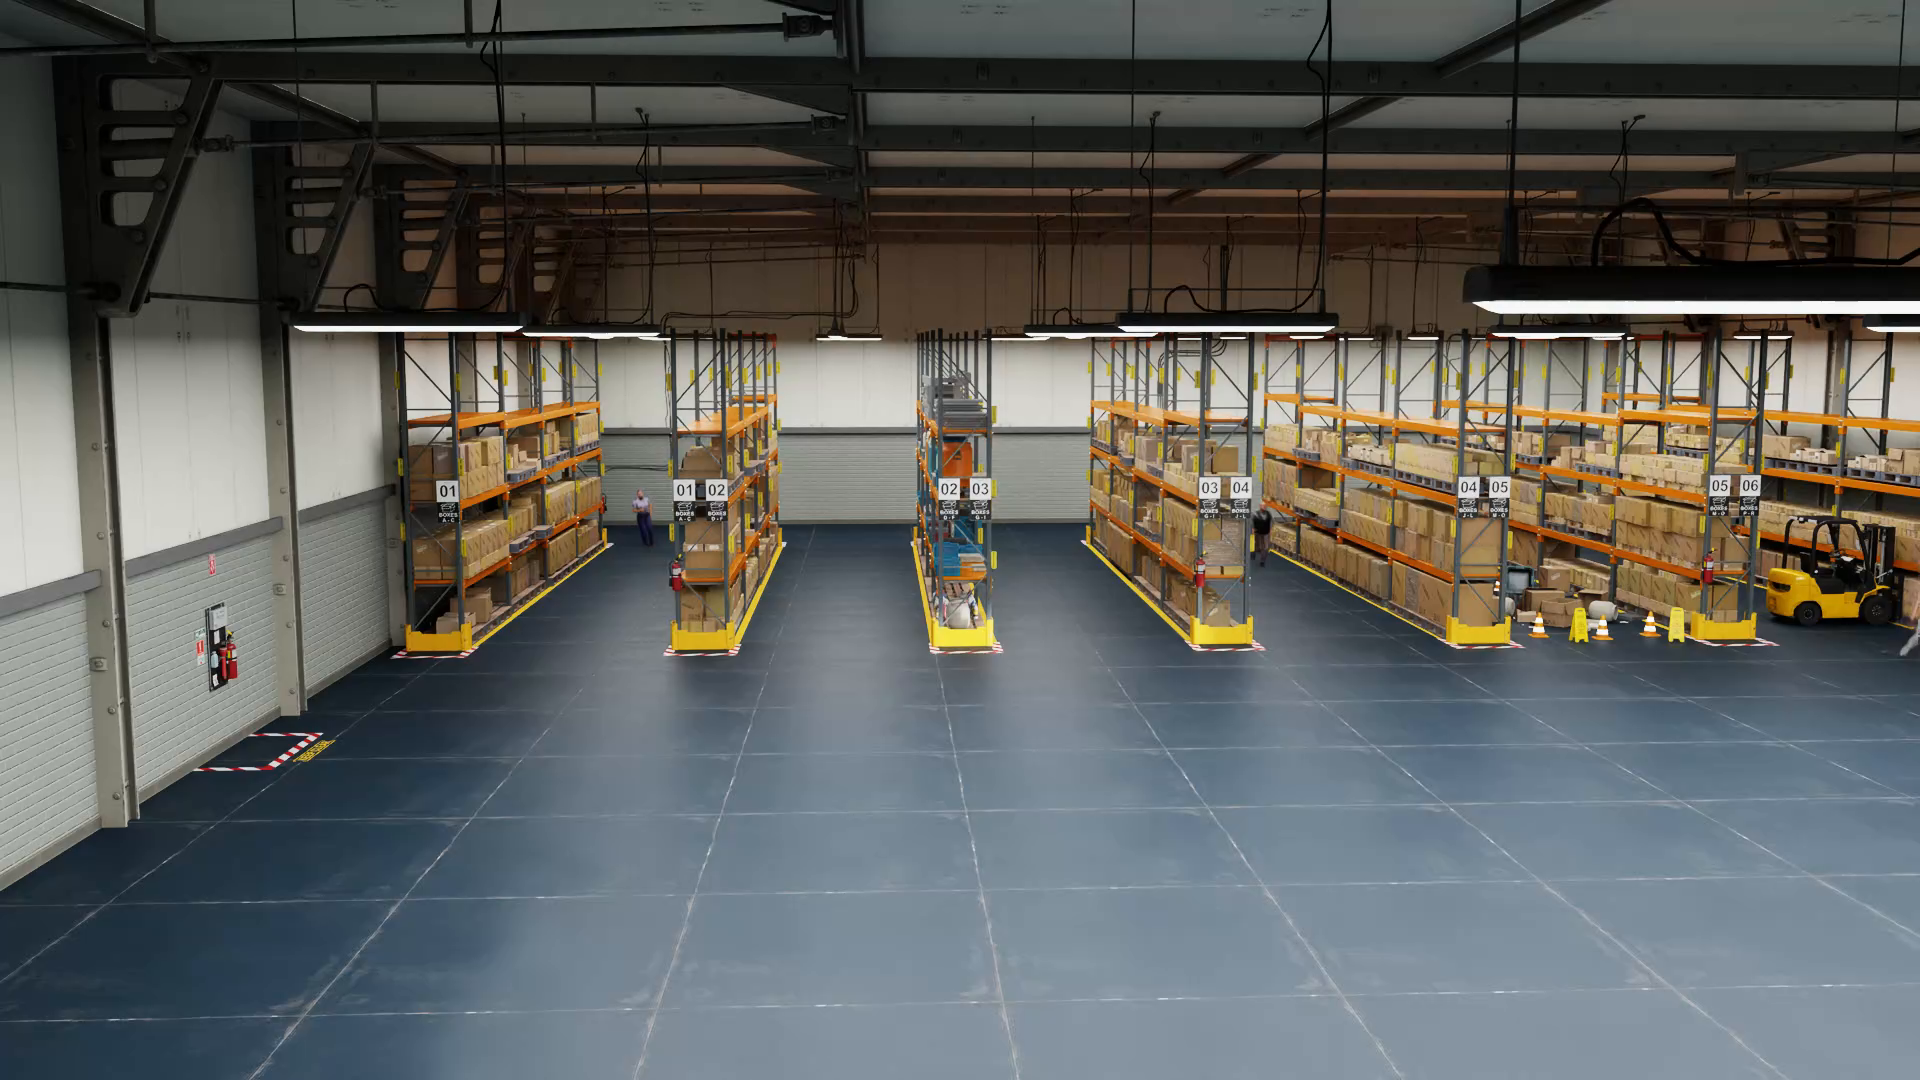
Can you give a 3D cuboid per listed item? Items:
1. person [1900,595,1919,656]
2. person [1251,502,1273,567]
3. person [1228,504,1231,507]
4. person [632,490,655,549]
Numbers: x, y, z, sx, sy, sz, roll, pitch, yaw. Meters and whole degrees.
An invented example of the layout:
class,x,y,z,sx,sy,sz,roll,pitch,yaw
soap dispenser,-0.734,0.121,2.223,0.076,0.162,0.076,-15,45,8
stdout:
class,x,y,z,sx,sy,sz,roll,pitch,yaw
person,17.535,1.336,30.068,0.747,1.699,0.751,0,7,-2
person,7.786,-0.160,43.023,0.669,1.680,0.622,-2,7,-16
person,7.414,-0.658,47.559,0.595,1.595,0.664,3,8,26
person,-8.910,-0.575,46.680,0.600,1.676,0.707,-2,7,-17
